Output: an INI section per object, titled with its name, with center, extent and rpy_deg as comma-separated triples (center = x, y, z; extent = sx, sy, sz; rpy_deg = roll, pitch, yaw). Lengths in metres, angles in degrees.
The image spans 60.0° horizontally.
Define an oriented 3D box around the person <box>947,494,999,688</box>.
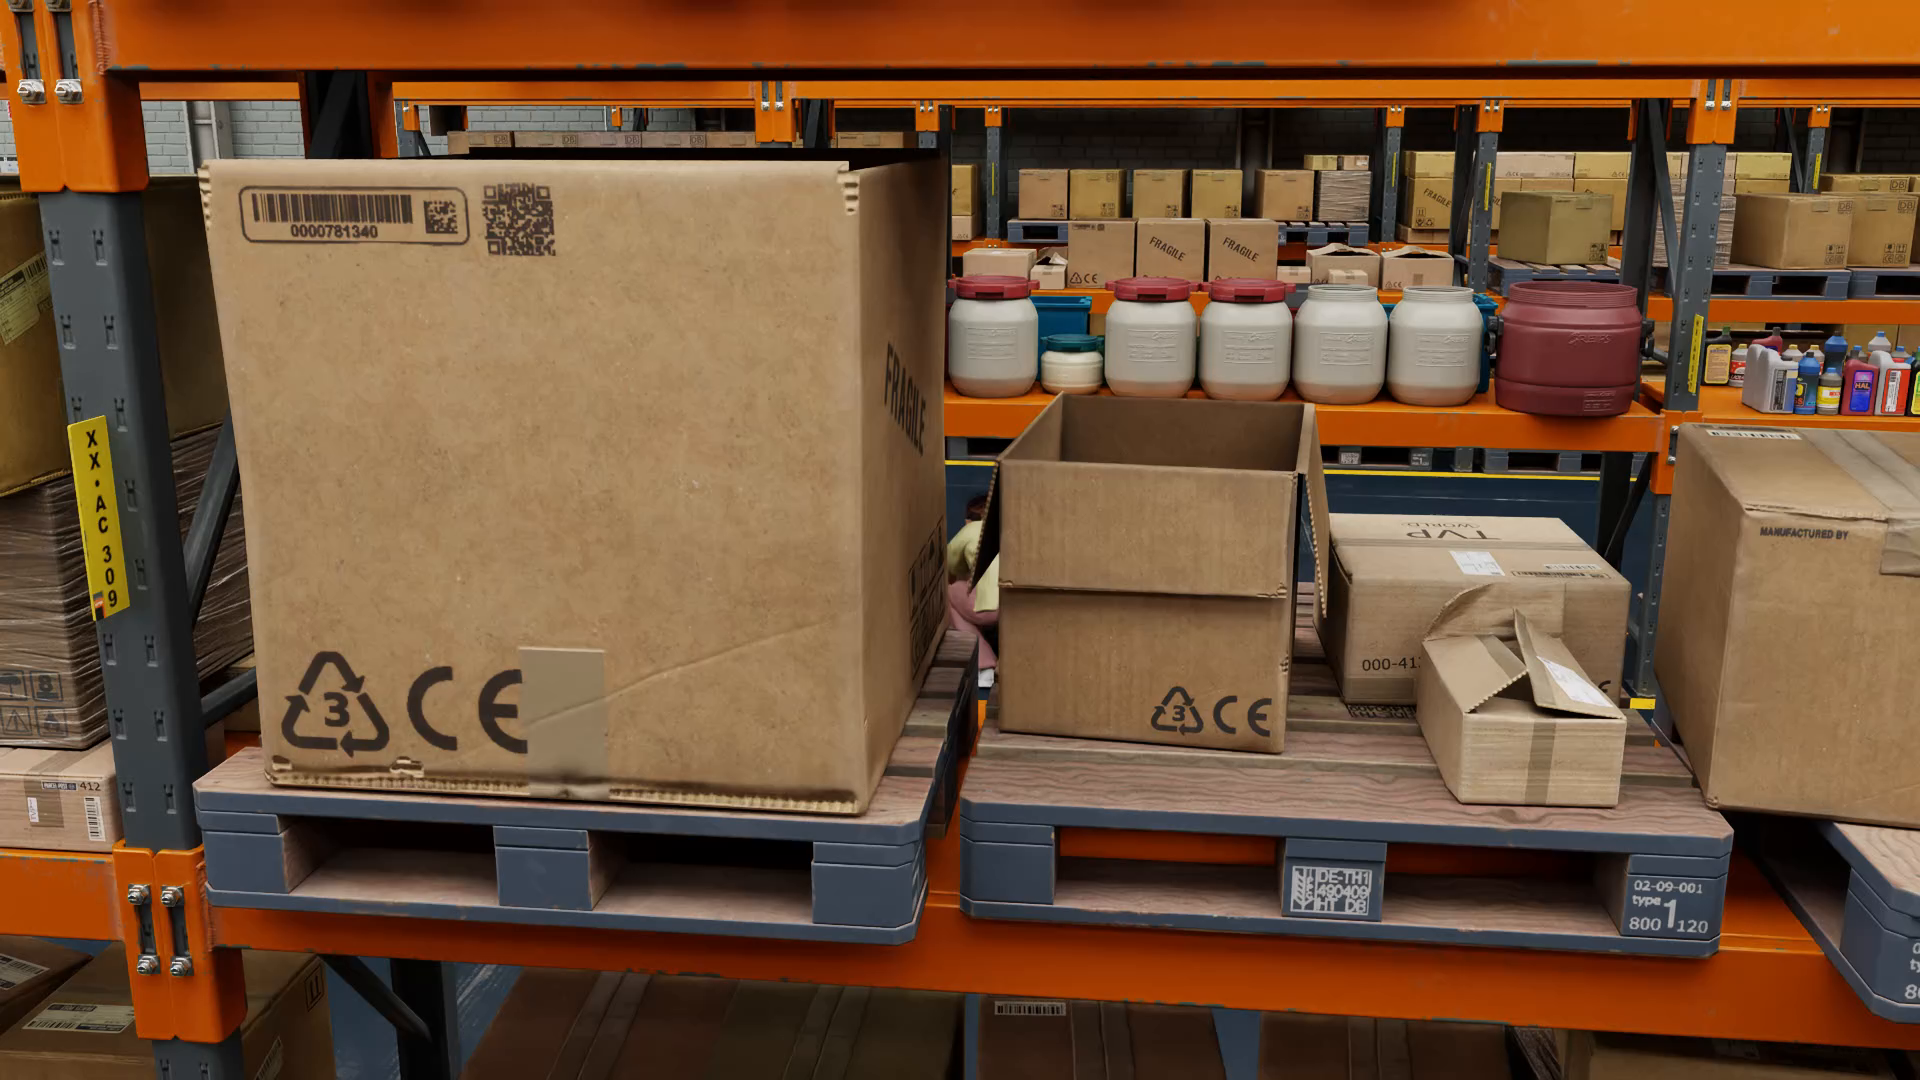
[person]
center = 0.162, 0.225, 7.970
extent = 0.456, 0.766, 1.035
rpy_deg = -2, 15, -9
